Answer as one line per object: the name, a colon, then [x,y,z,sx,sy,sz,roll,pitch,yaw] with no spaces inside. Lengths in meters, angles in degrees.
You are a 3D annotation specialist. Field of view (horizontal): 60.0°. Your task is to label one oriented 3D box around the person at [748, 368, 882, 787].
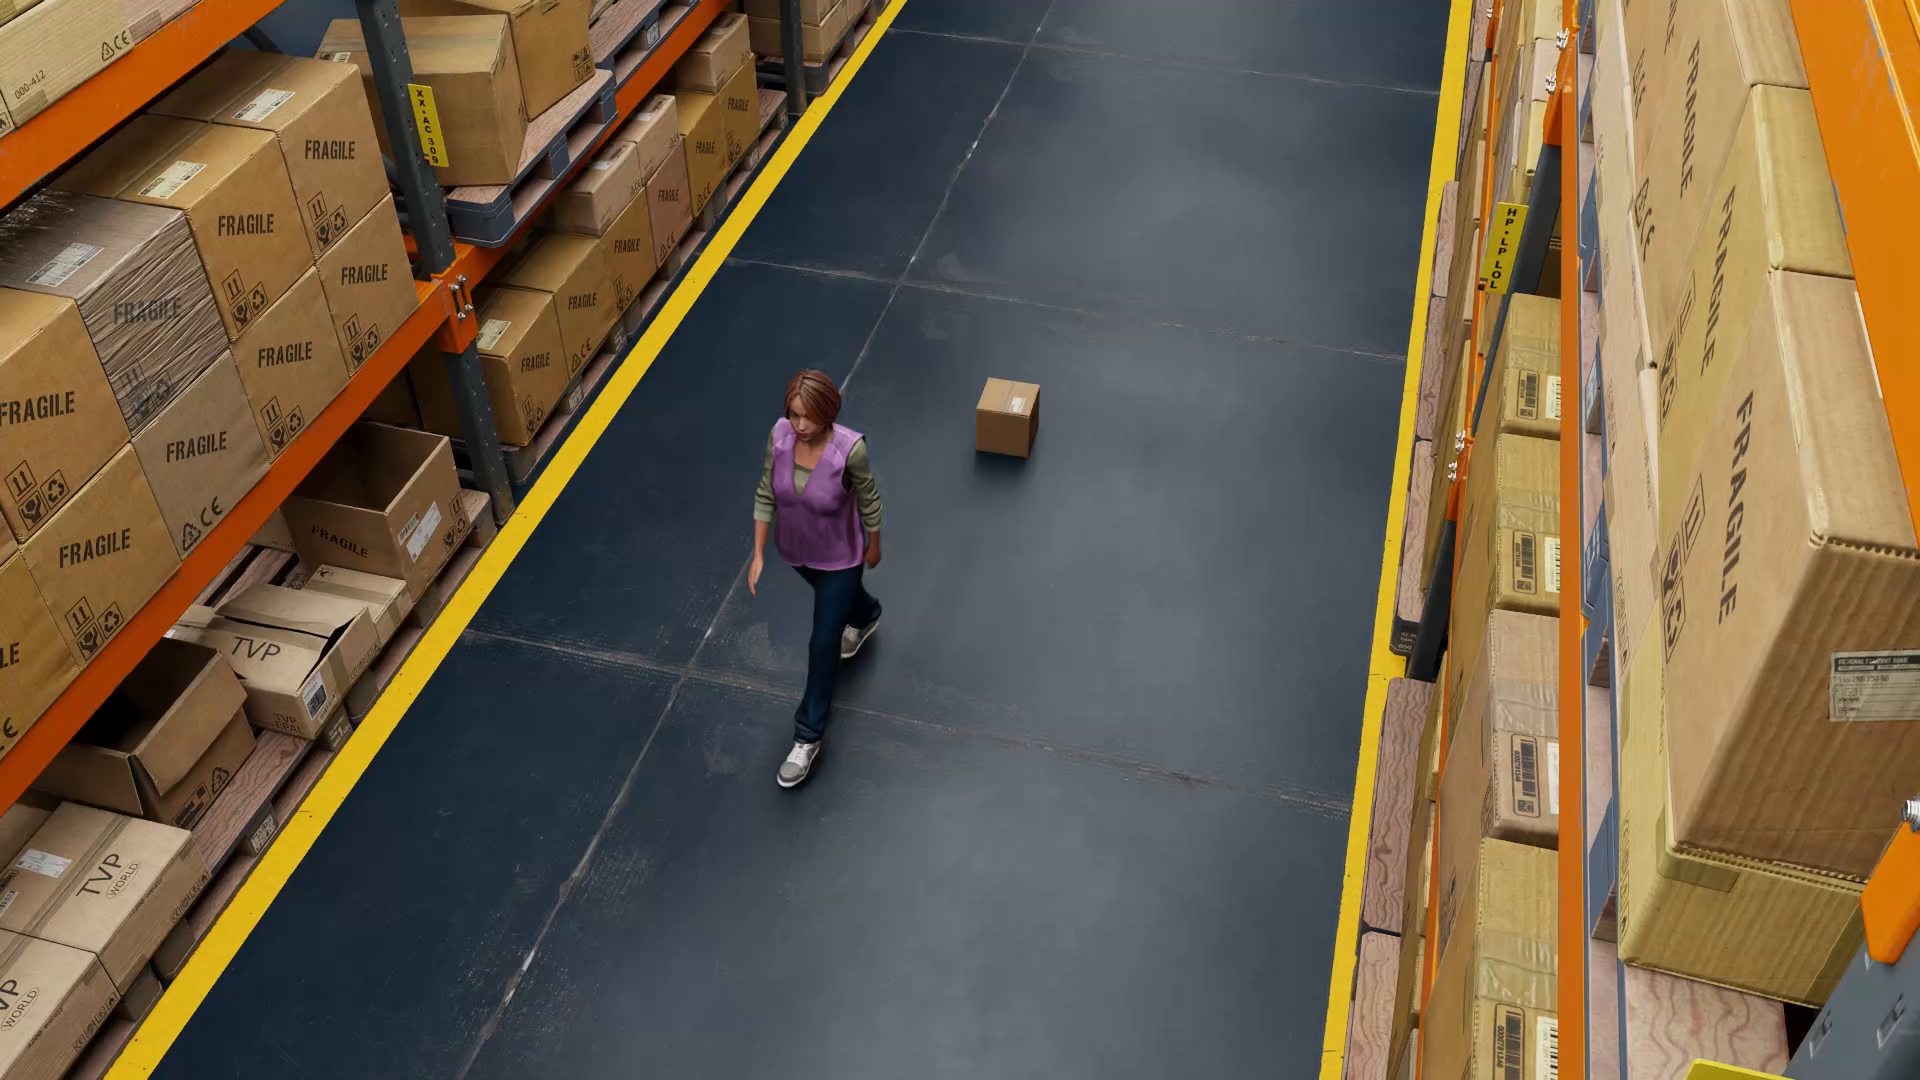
person: [-0.542,0.056,6.078,0.428,1.538,0.954,18,45,19]
